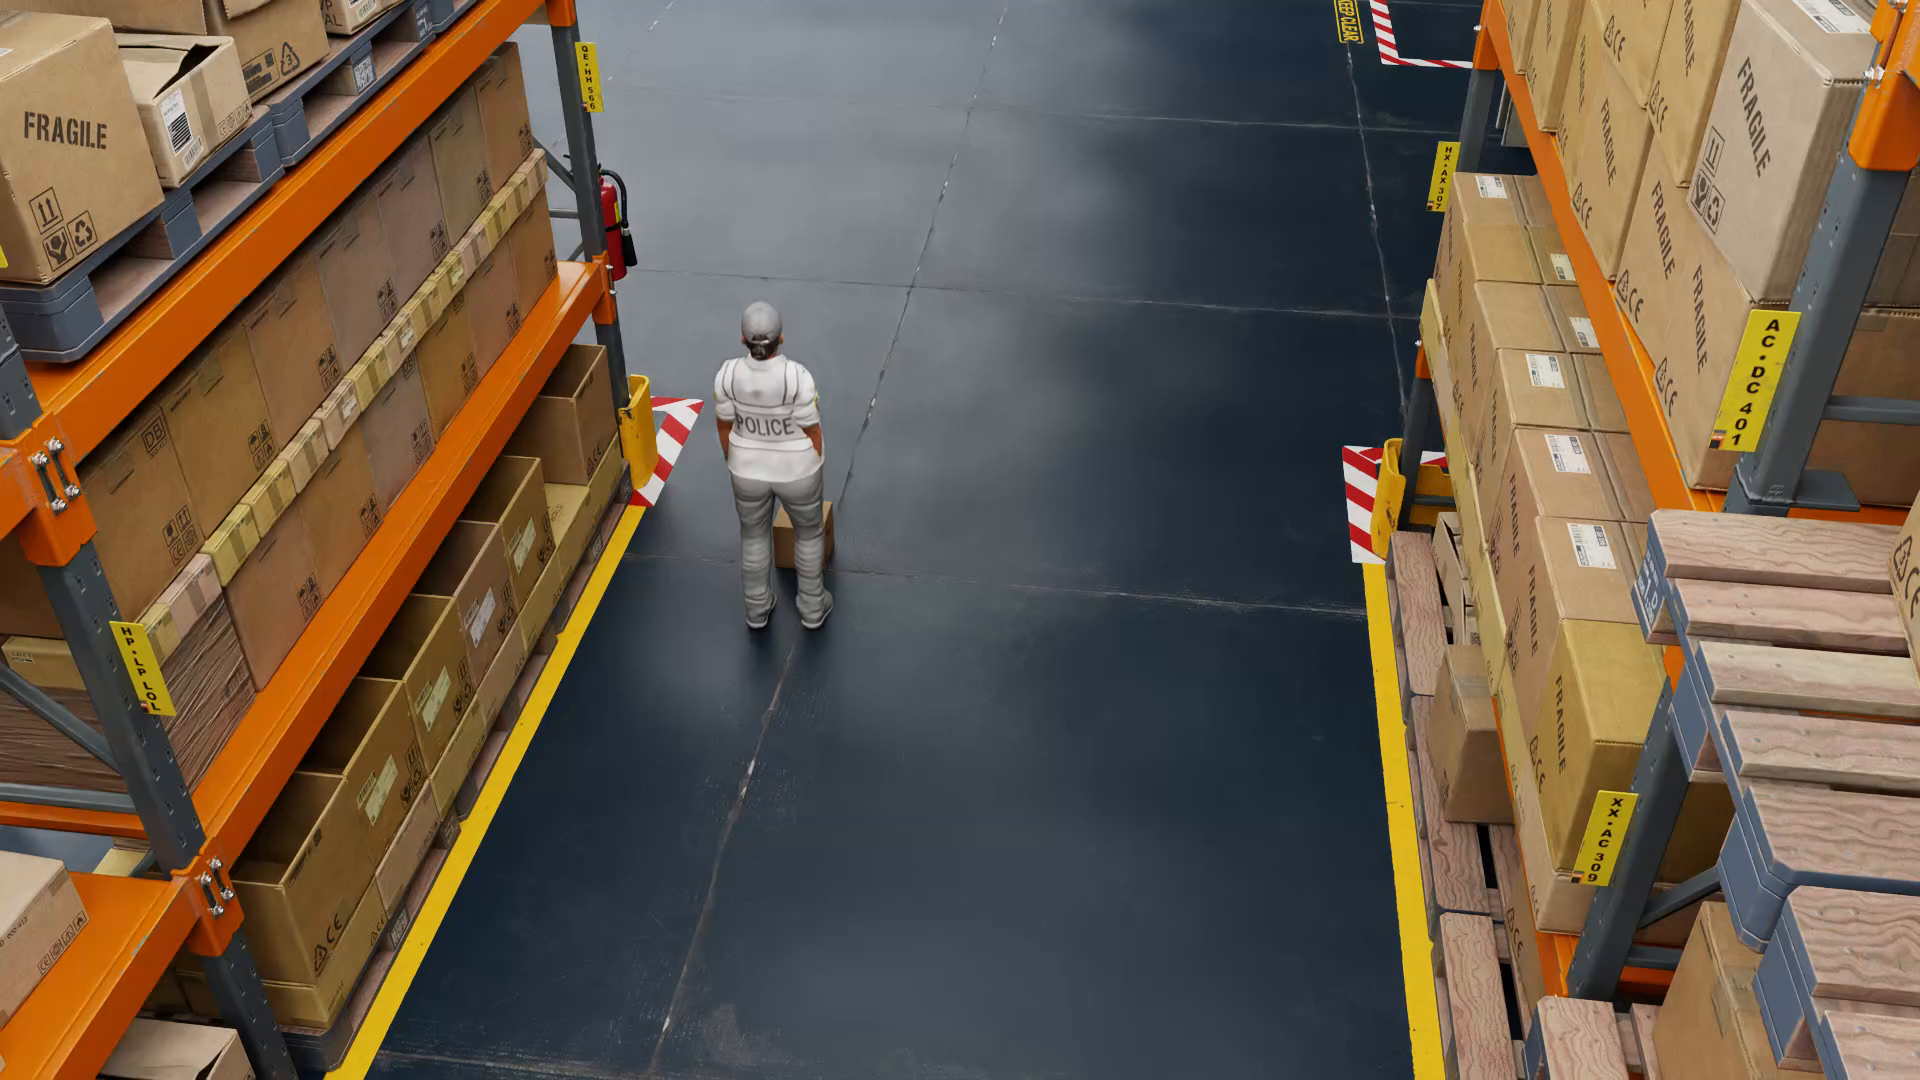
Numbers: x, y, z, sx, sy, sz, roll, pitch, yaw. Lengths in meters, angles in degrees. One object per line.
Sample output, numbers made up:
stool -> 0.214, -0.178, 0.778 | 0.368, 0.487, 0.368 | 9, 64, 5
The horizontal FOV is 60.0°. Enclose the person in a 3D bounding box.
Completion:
person -> -0.838, -0.320, 7.481 | 0.469, 1.671, 0.392 | 4, 37, 6
